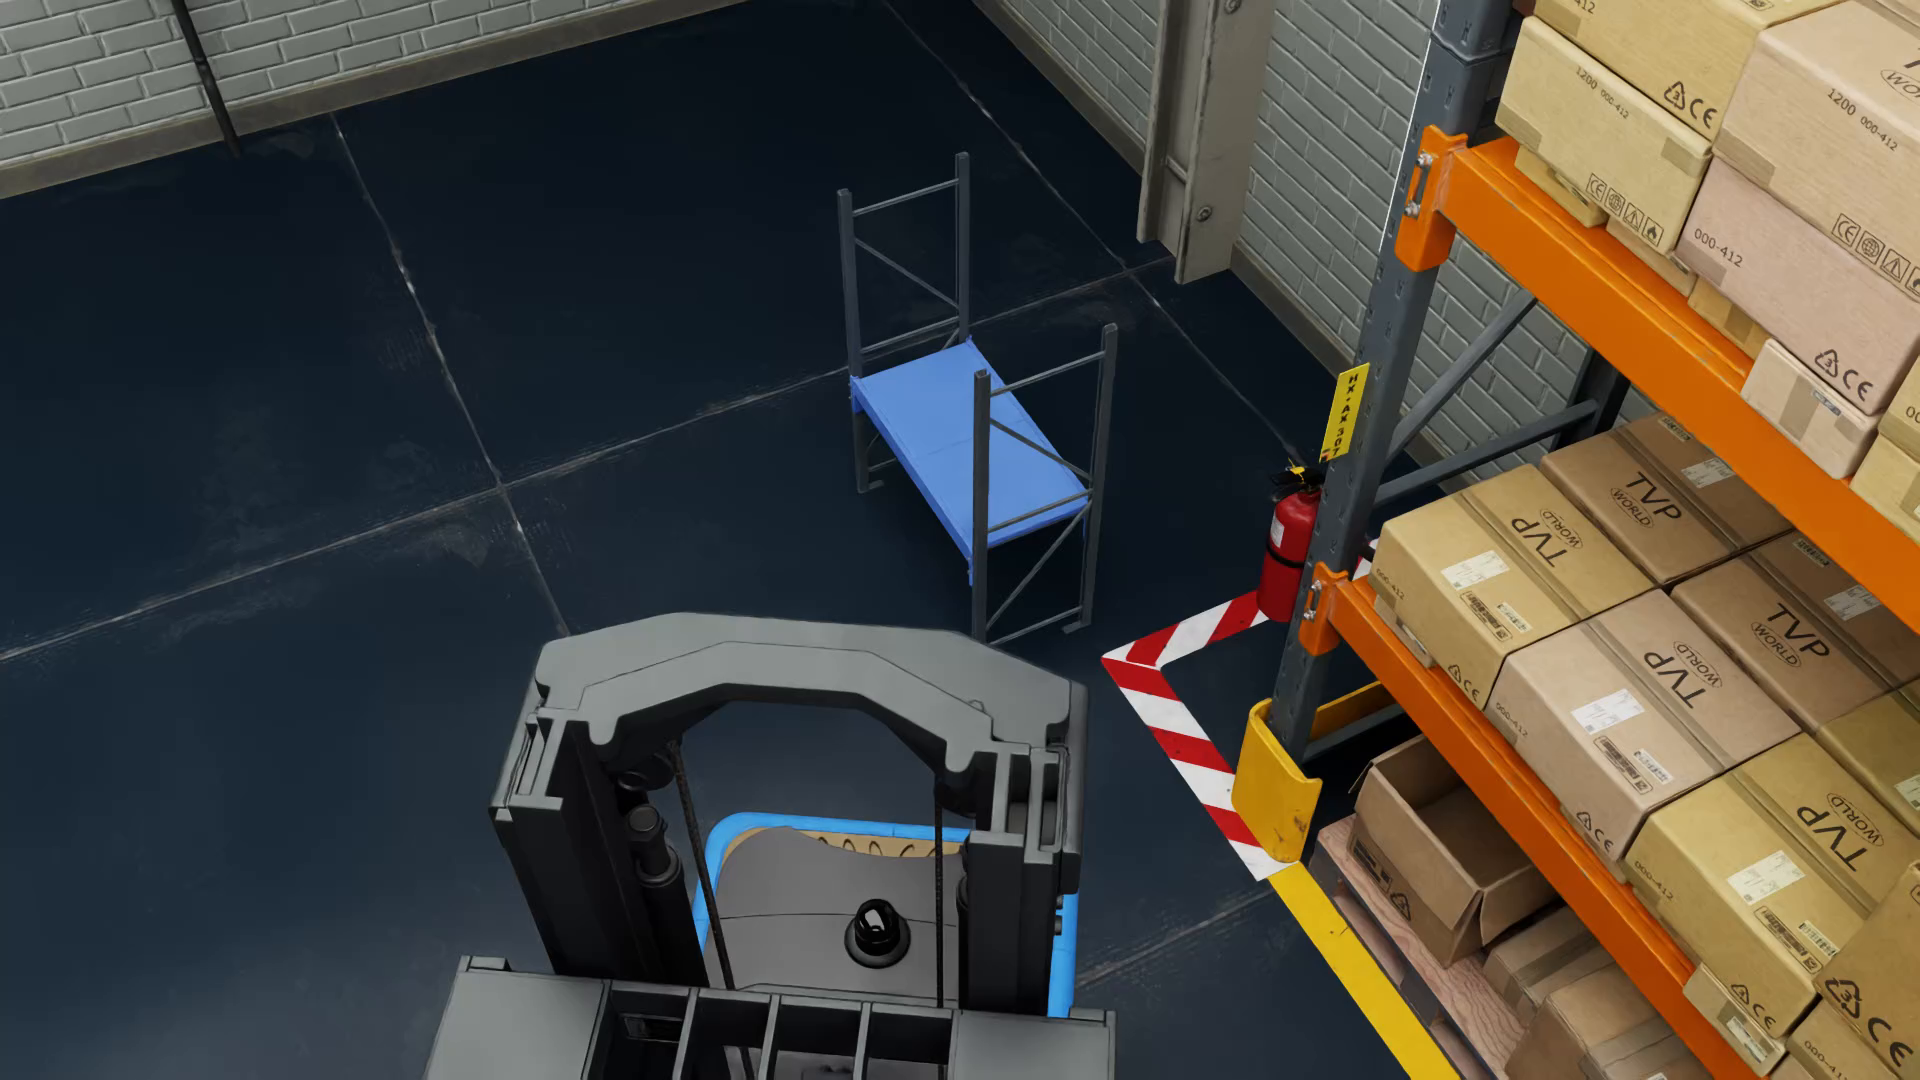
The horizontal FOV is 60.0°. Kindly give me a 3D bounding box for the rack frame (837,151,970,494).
[{"bbox_3d":[-0.194,-0.777,6.326,0.500,1.500,0.032,-21,52,-18],"label":"rack frame"}]

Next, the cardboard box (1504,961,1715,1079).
[{"bbox_3d":[2.045,1.479,4.738,0.700,0.500,0.500,-19,52,-16],"label":"cardboard box"}]

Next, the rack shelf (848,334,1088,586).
[{"bbox_3d":[0.039,-0.318,6.164,0.538,0.185,1.000,-21,52,-18],"label":"rack shelf"}]

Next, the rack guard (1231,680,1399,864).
[{"bbox_3d":[1.527,0.641,5.750,1.175,0.500,0.348,-21,52,-18],"label":"rack guard"}]

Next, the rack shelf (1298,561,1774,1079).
[{"bbox_3d":[2.408,1.342,3.954,1.077,0.370,4.000,-21,52,-18],"label":"rack shelf"}]

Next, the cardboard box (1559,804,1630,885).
[{"bbox_3d":[1.769,0.673,4.228,0.380,0.149,0.250,-20,52,-16],"label":"cardboard box"}]

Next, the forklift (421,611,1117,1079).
[{"bbox_3d":[-0.312,1.624,3.275,1.130,2.935,3.031,4,49,3],"label":"forklift"}]

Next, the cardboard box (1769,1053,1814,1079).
[{"bbox_3d":[2.083,1.213,3.756,0.380,0.149,0.250,-20,52,-17],"label":"cardboard box"}]

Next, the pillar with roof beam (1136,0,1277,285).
[{"bbox_3d":[-2.768,-2.840,3.148,9.100,9.000,0.400,-21,52,-18],"label":"pillar with roof beam"}]

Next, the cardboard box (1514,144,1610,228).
[{"bbox_3d":[1.432,-0.844,3.563,0.380,0.149,0.250,-20,52,-17],"label":"cardboard box"}]

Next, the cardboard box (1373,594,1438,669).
[{"bbox_3d":[1.399,0.164,4.673,0.380,0.149,0.250,-22,52,-18],"label":"cardboard box"}]

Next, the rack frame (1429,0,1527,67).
[{"bbox_3d":[1.493,-2.208,2.596,1.000,3.000,0.127,-21,52,-18],"label":"rack frame"}]

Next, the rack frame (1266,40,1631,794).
[{"bbox_3d":[1.493,-0.233,4.854,1.000,3.000,0.127,-21,52,-18],"label":"rack frame"}]

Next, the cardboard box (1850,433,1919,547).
[{"bbox_3d":[1.826,-0.125,2.934,0.380,0.149,0.250,-21,52,-18],"label":"cardboard box"}]

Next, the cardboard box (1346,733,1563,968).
[{"bbox_3d":[1.688,0.893,5.249,0.797,0.503,0.637,-23,53,-19],"label":"cardboard box"}]

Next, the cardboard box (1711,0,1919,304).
[{"bbox_3d":[1.688,-0.703,2.842,0.500,0.250,0.500,-22,52,-18],"label":"cardboard box"}]

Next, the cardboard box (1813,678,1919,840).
[{"bbox_3d":[2.396,0.613,4.015,0.500,0.250,0.500,-20,52,-16],"label":"cardboard box"}]

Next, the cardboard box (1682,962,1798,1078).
[{"bbox_3d":[1.944,1.043,3.904,0.380,0.149,0.250,-23,53,-19],"label":"cardboard box"}]

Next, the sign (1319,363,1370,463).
[{"bbox_3d":[1.010,-0.331,4.364,0.100,0.325,0.005,-21,52,-18],"label":"sign"}]

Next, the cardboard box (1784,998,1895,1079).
[{"bbox_3d":[2.179,1.125,3.568,0.500,0.250,0.500,-22,53,-18],"label":"cardboard box"}]

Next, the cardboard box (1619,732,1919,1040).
[{"bbox_3d":[1.926,0.790,3.861,0.500,0.250,0.500,-22,52,-18],"label":"cardboard box"}]

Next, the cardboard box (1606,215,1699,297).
[{"bbox_3d":[1.575,-0.678,3.417,0.380,0.149,0.250,-20,52,-17],"label":"cardboard box"}]

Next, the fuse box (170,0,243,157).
[{"bbox_3d":[-3.586,-2.488,7.682,0.539,1.711,0.414,-21,52,-18],"label":"fuse box"}]

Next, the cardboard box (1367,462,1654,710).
[{"bbox_3d":[1.461,0.115,4.451,0.500,0.250,0.500,-21,52,-17],"label":"cardboard box"}]

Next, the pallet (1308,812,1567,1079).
[{"bbox_3d":[1.893,1.269,5.393,1.003,0.211,1.213,-21,52,-18],"label":"pallet"}]

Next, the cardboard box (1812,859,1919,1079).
[{"bbox_3d":[2.147,0.872,3.291,0.500,0.500,0.500,-20,52,-17],"label":"cardboard box"}]

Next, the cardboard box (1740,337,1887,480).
[{"bbox_3d":[1.700,-0.298,3.085,0.380,0.149,0.250,-20,52,-17],"label":"cardboard box"}]

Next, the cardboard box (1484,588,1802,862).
[{"bbox_3d":[1.692,0.452,4.156,0.500,0.250,0.500,-21,52,-17],"label":"cardboard box"}]

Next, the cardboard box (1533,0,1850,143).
[{"bbox_3d":[1.472,-1.050,3.146,0.500,0.250,0.500,-22,52,-18],"label":"cardboard box"}]

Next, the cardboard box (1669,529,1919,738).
[{"bbox_3d":[2.174,0.280,4.307,0.500,0.250,0.500,-21,52,-17],"label":"cardboard box"}]

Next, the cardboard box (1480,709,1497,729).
[{"bbox_3d":[1.557,0.318,4.538,0.380,0.149,0.250,-20,52,-17],"label":"cardboard box"}]

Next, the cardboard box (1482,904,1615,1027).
[{"bbox_3d":[1.848,1.307,5.122,0.380,0.149,0.250,-23,53,-19],"label":"cardboard box"}]

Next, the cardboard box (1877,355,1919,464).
[{"bbox_3d":[1.927,-0.198,2.732,0.500,0.250,0.500,-23,53,-19],"label":"cardboard box"}]

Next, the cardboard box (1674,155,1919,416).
[{"bbox_3d":[1.704,-0.545,3.036,0.500,0.250,0.500,-20,52,-17],"label":"cardboard box"}]

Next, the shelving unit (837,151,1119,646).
[{"bbox_3d":[0.039,-0.437,6.028,0.538,1.500,1.048,-21,52,-18],"label":"shelving unit"}]

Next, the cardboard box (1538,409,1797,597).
[{"bbox_3d":[1.939,-0.065,4.609,0.500,0.250,0.500,-20,52,-16],"label":"cardboard box"}]

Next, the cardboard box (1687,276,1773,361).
[{"bbox_3d":[1.677,-0.500,3.262,0.380,0.149,0.250,-21,52,-17],"label":"cardboard box"}]

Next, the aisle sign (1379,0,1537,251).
[{"bbox_3d":[1.200,-1.033,3.827,0.394,0.787,0.004,-21,52,-18],"label":"aisle sign"}]

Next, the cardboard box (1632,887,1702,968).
[{"bbox_3d":[1.895,0.848,4.075,0.380,0.149,0.250,-20,52,-17],"label":"cardboard box"}]

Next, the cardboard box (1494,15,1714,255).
[{"bbox_3d":[1.453,-0.878,3.327,0.500,0.250,0.500,-22,52,-18],"label":"cardboard box"}]

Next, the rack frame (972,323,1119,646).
[{"bbox_3d":[0.272,-0.096,5.731,0.500,1.500,0.032,-21,52,-18],"label":"rack frame"}]

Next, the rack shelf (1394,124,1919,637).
[{"bbox_3d":[2.408,0.355,2.825,1.077,0.370,4.000,-21,52,-18],"label":"rack shelf"}]

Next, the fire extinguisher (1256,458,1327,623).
[{"bbox_3d":[1.014,-0.024,4.970,0.296,0.674,0.183,-21,52,-18],"label":"fire extinguisher"}]
